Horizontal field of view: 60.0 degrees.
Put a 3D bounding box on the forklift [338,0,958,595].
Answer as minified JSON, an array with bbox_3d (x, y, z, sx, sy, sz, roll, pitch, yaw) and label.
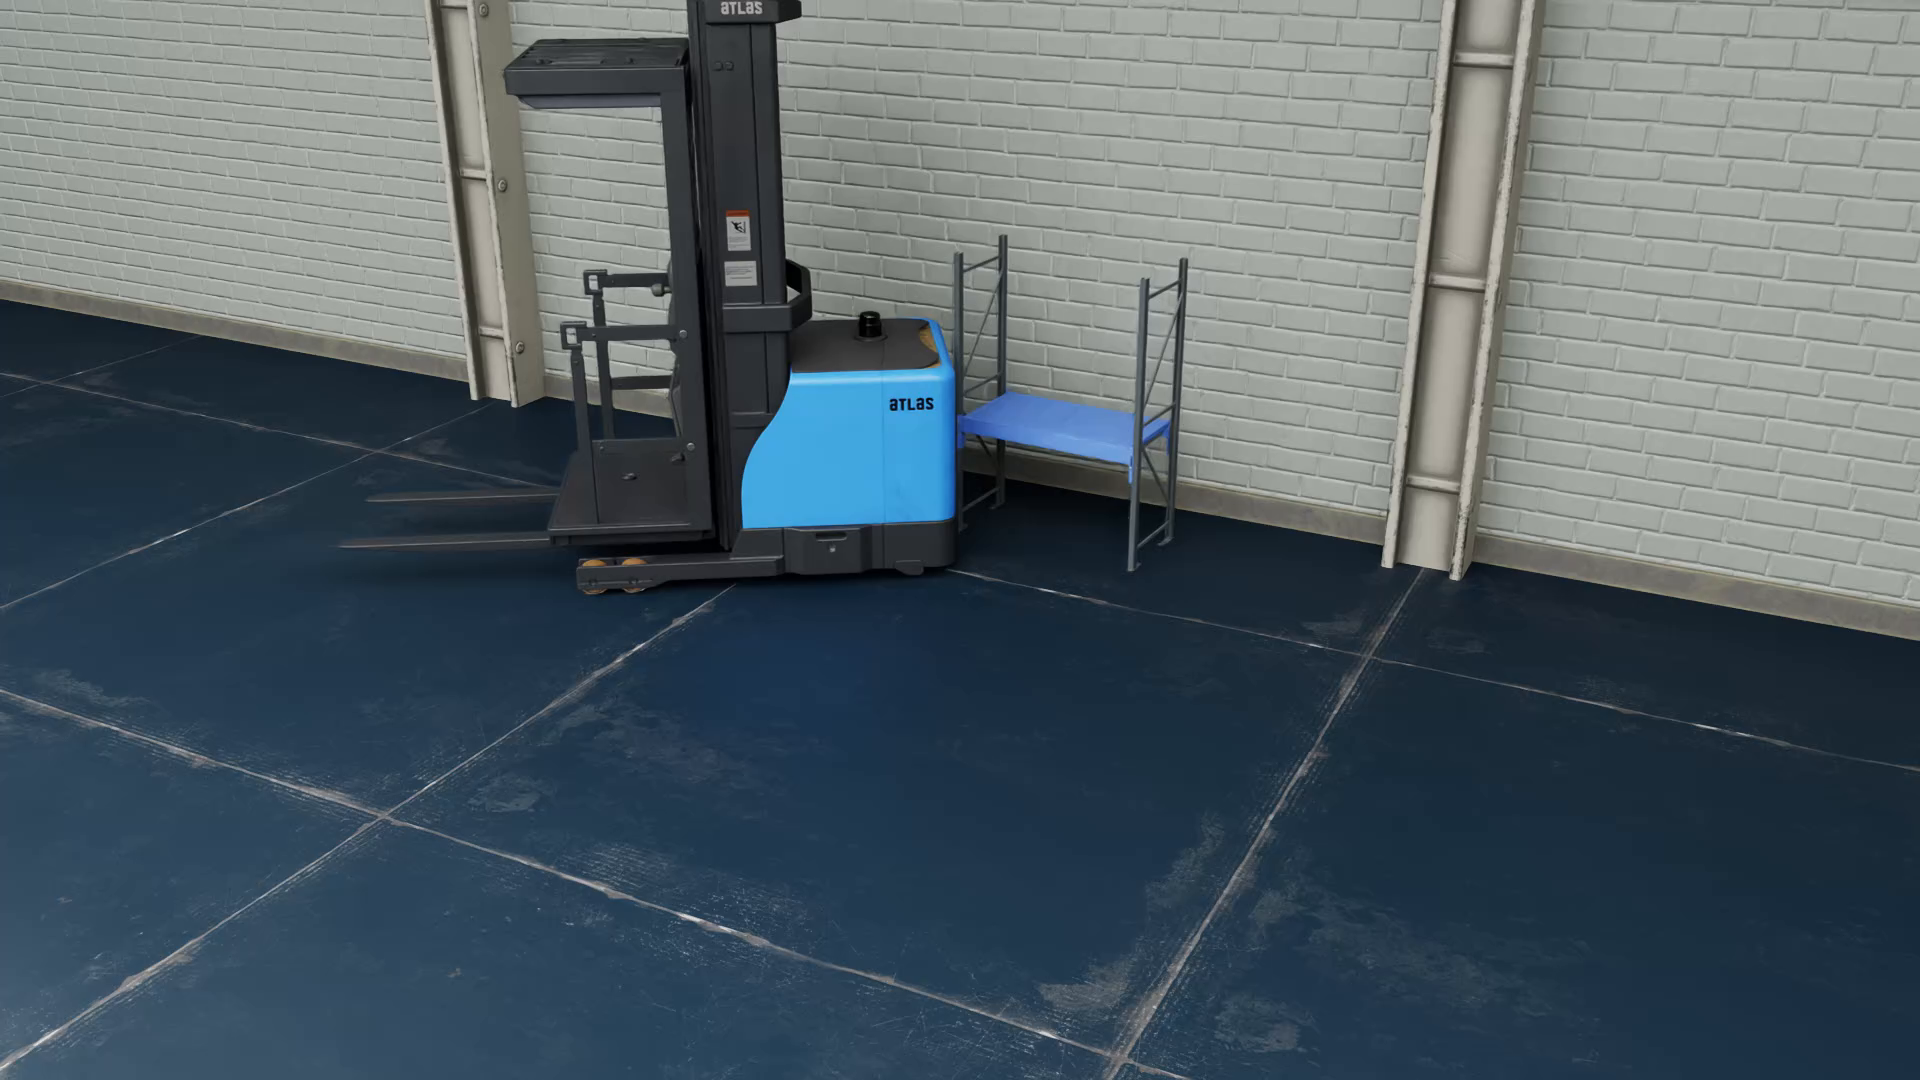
[{"bbox_3d":[-1.558,-1.300,8.061,3.031,2.935,1.130,-2,23,-5],"label":"forklift"}]

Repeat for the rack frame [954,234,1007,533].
[{"bbox_3d":[0.108,-0.816,8.753,0.032,1.500,0.500,13,26,28],"label":"rack frame"}]

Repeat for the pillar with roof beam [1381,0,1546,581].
[{"bbox_3d":[0.440,-2.523,3.185,0.400,9.000,9.100,11,25,25],"label":"pillar with roof beam"}]

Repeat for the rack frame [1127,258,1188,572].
[{"bbox_3d":[0.983,-0.614,8.278,0.032,1.500,0.500,13,26,28],"label":"rack frame"}]

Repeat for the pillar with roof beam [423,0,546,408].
[{"bbox_3d":[-4.914,-3.583,5.676,0.400,9.000,9.100,11,25,25],"label":"pillar with roof beam"}]

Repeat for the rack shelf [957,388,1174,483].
[{"bbox_3d":[0.546,-0.550,8.586,1.000,0.185,0.538,13,26,28],"label":"rack shelf"}]

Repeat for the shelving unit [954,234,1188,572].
[{"bbox_3d":[0.546,-0.715,8.515,1.048,1.500,0.538,13,26,28],"label":"shelving unit"}]
